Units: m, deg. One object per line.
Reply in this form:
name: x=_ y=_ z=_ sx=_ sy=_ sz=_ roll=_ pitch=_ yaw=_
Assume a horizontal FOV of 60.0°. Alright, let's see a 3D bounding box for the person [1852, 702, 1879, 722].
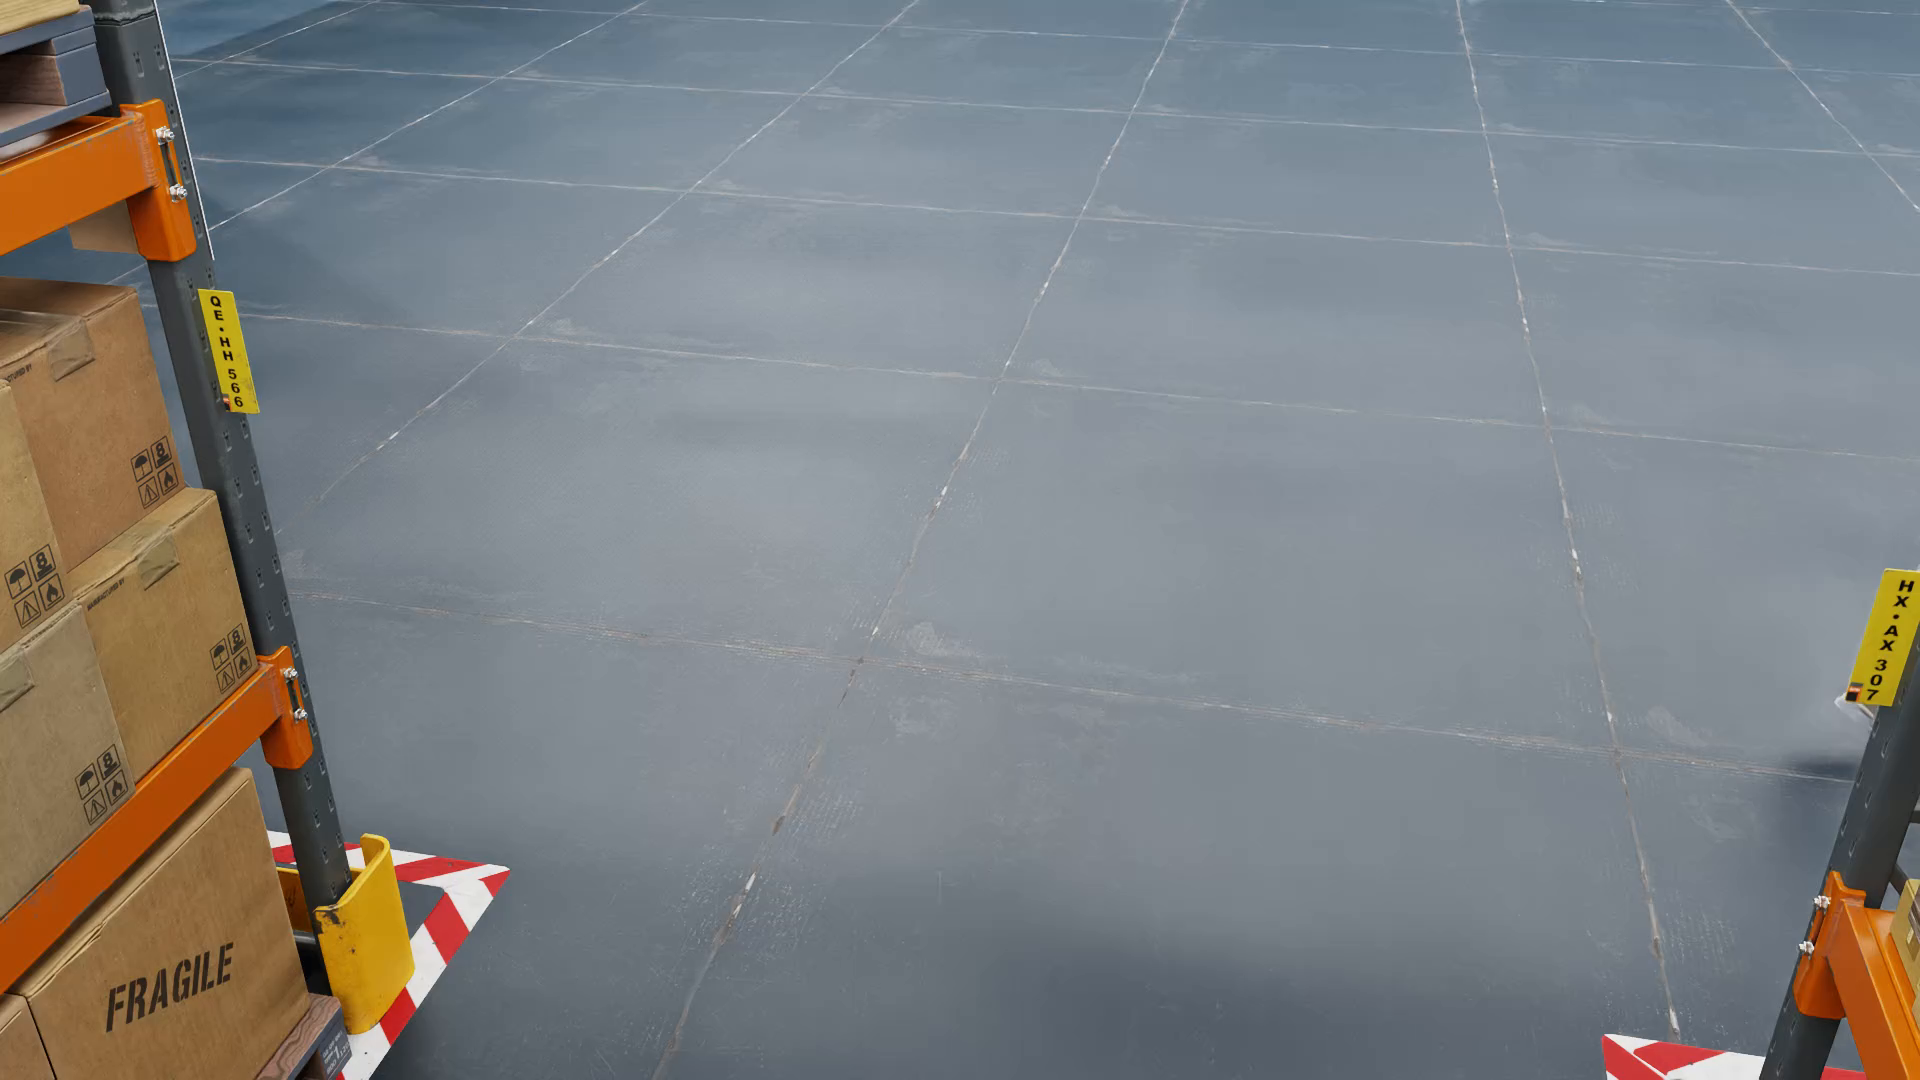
person: x=3.792 y=0.144 z=5.812 sx=0.902 sy=1.643 sz=0.485 roll=6 pitch=30 yaw=11
